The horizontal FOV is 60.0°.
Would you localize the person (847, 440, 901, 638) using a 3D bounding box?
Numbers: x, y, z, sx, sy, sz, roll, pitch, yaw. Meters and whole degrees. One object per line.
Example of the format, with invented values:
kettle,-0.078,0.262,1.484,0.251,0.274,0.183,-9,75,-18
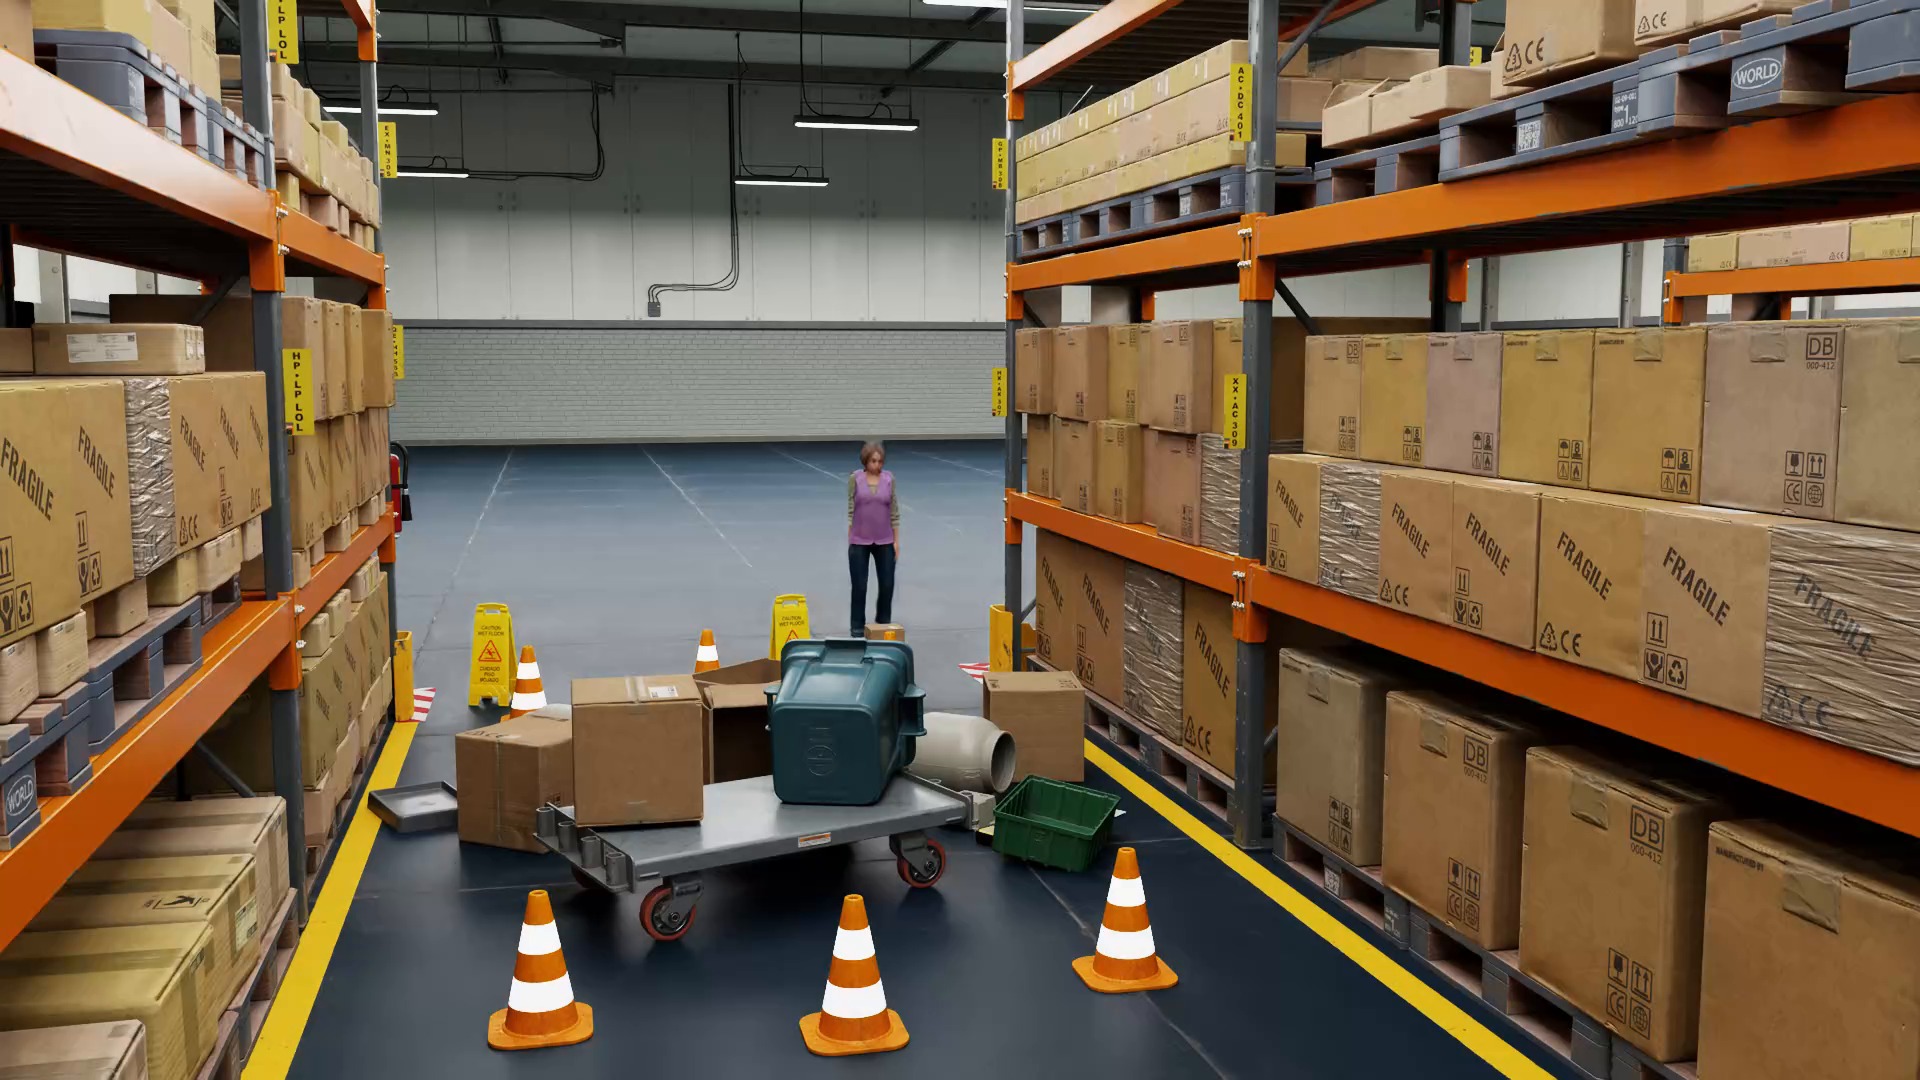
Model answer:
person,-0.648,0.041,12.551,0.408,1.593,0.299,-1,6,-13
